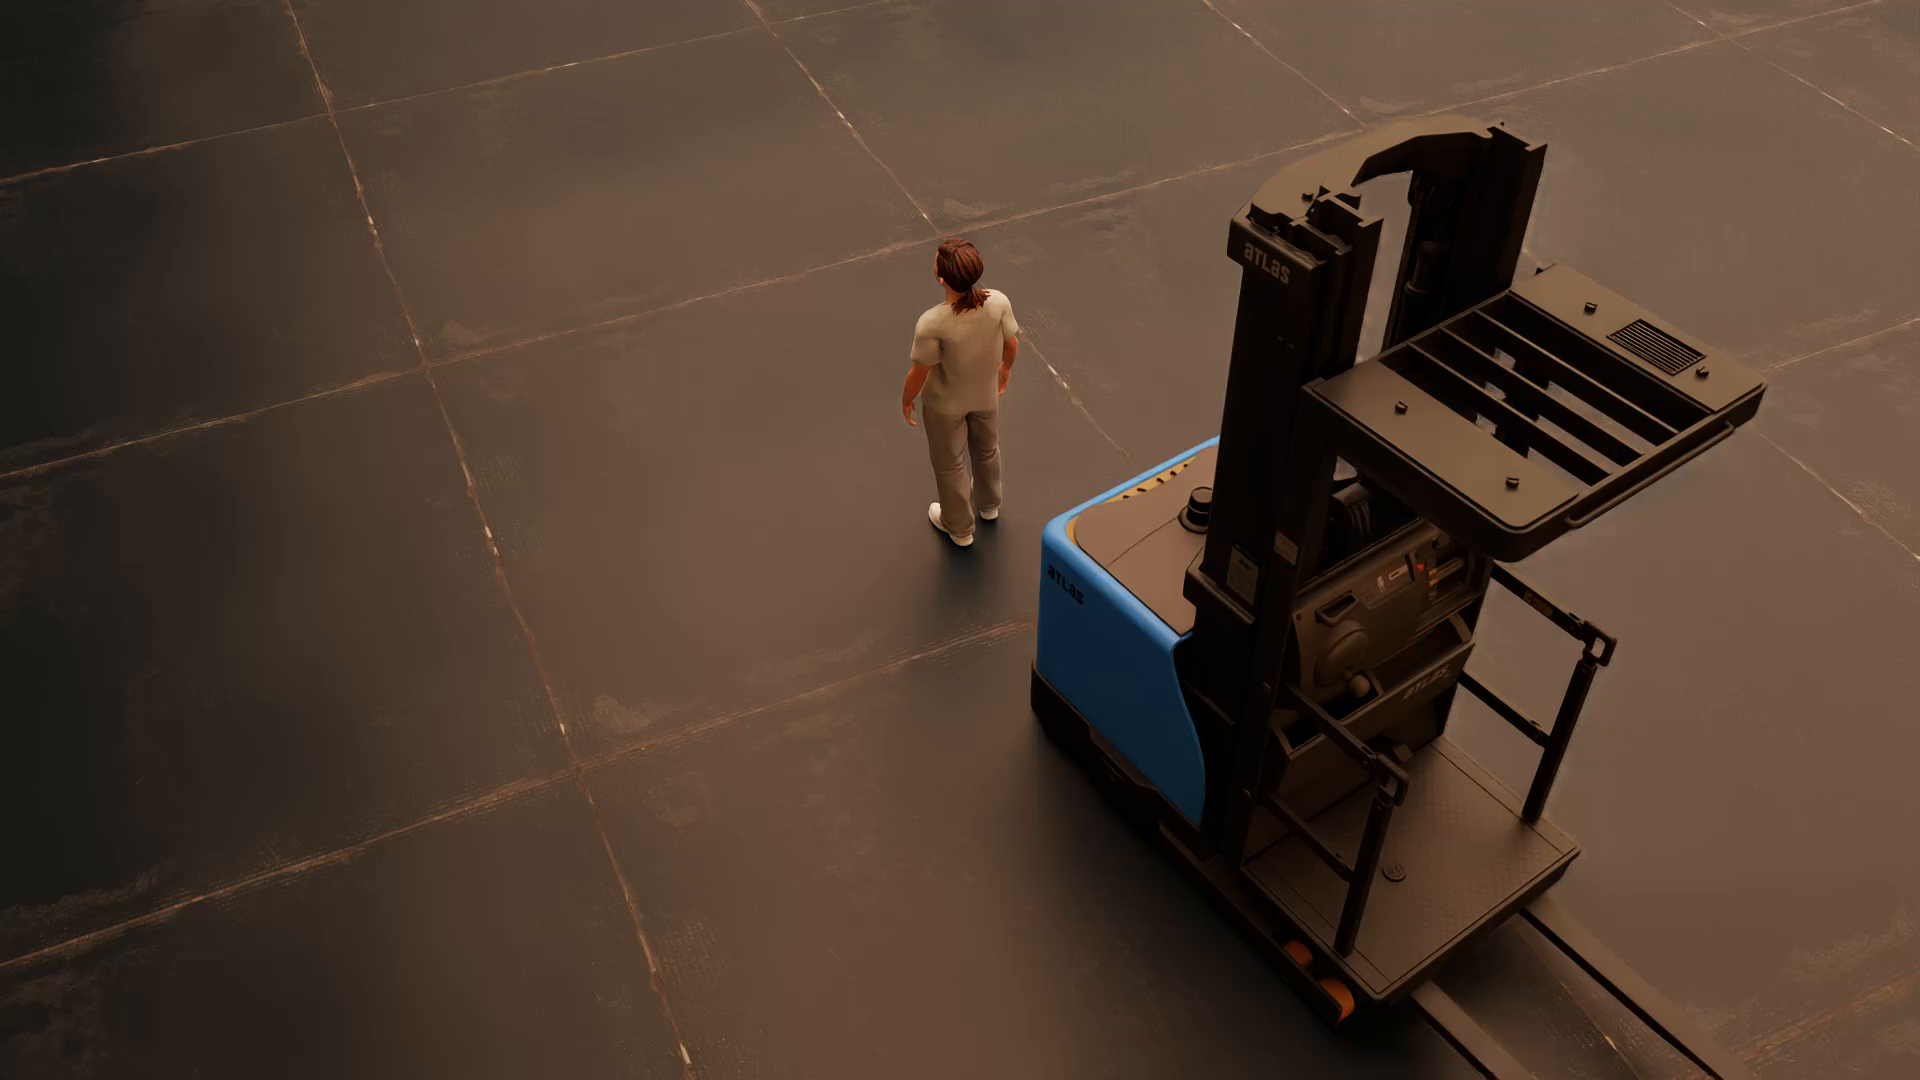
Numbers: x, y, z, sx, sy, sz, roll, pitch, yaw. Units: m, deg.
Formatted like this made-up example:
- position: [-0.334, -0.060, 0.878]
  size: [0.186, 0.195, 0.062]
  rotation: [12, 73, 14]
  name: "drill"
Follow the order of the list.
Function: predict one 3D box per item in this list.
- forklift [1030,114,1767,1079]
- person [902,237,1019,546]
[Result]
- position: [1.570, 0.273, 5.388]
  size: [1.130, 2.935, 3.031]
  rotation: [-26, 49, -26]
  name: "forklift"
- position: [-0.019, -0.668, 7.305]
  size: [0.550, 1.673, 0.548]
  rotation: [-18, 46, -18]
  name: "person"
